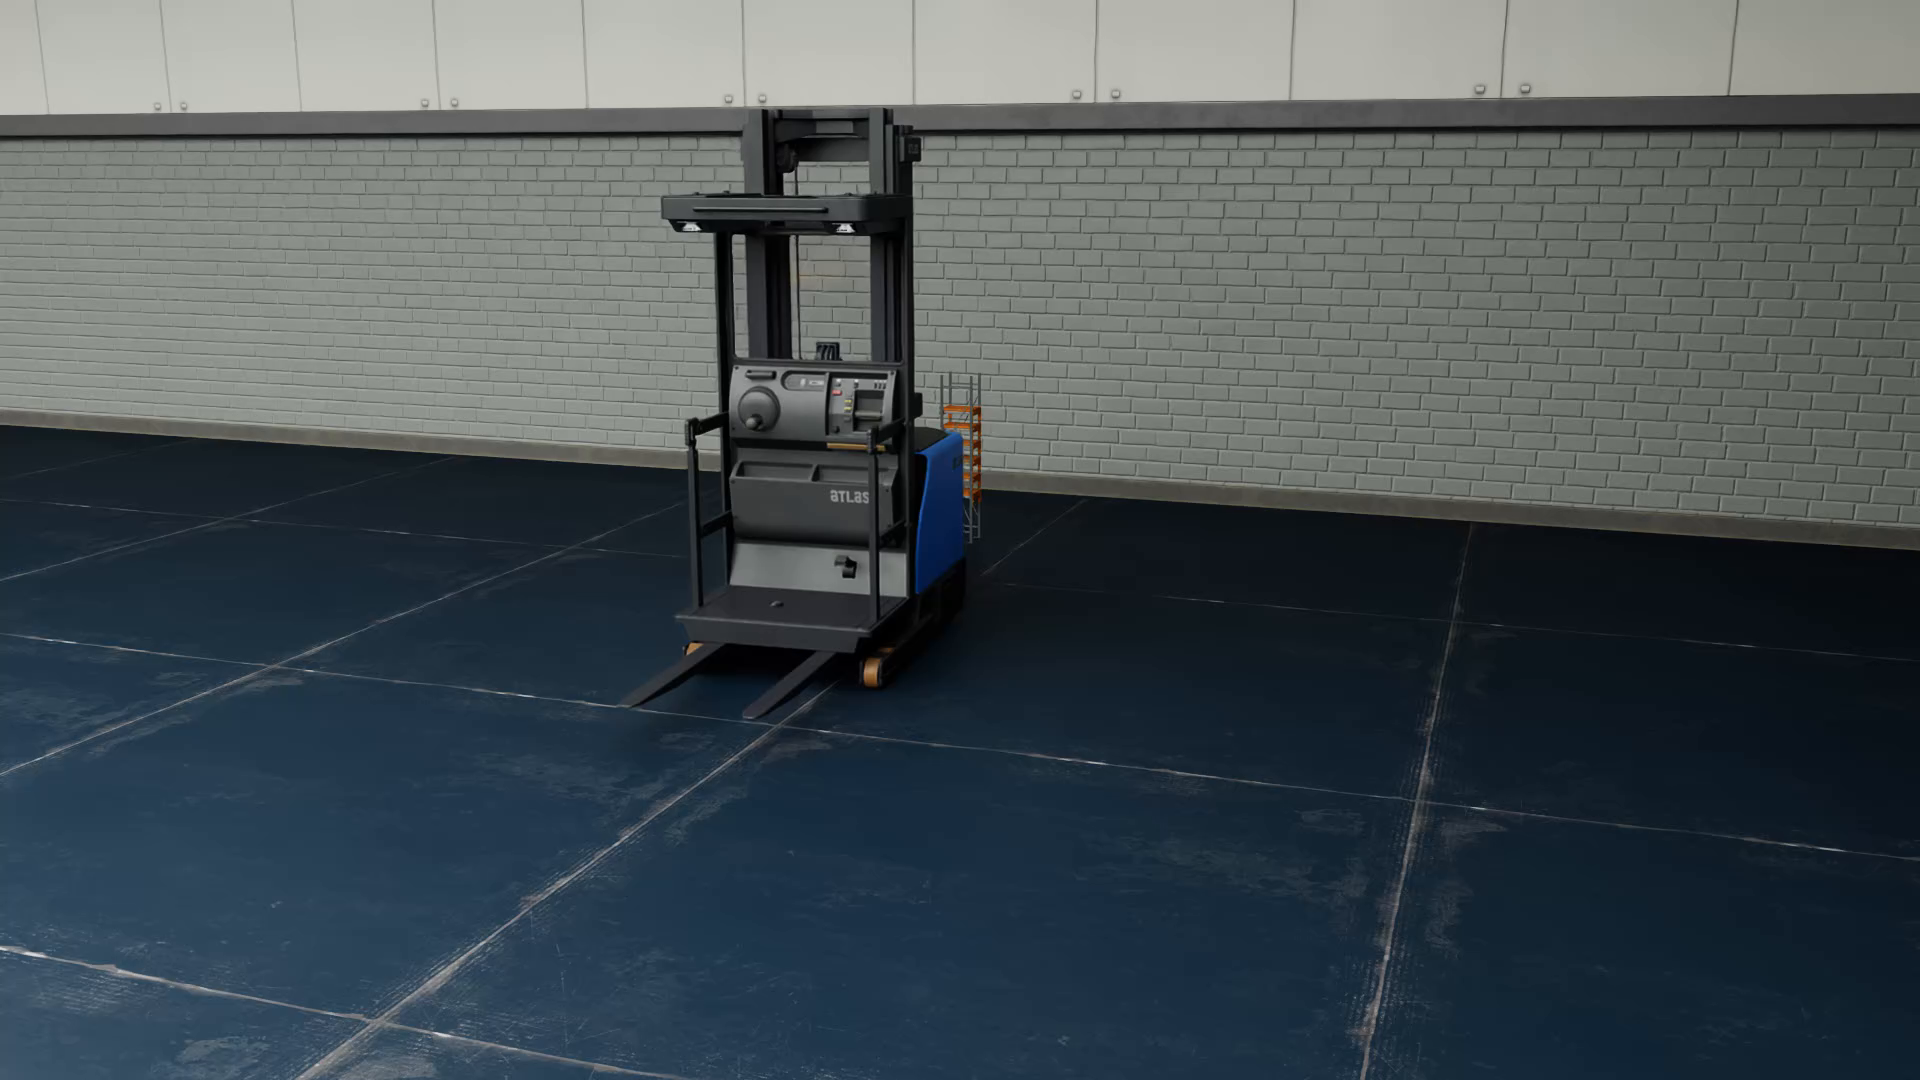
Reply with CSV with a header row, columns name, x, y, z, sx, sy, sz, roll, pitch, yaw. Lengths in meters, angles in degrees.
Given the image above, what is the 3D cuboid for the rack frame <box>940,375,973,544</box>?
name,x,y,z,sx,sy,sz,roll,pitch,yaw
rack frame,-0.025,-0.569,11.783,0.240,1.200,0.006,4,14,18

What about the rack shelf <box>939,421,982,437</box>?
name,x,y,z,sx,sy,sz,roll,pitch,yaw
rack shelf,0.005,-0.779,11.824,0.258,0.103,0.180,4,14,18

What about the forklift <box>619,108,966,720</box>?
name,x,y,z,sx,sy,sz,roll,pitch,yaw
forklift,-0.846,-0.754,8.706,1.130,2.935,3.031,3,13,15

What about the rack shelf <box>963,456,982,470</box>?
name,x,y,z,sx,sy,sz,roll,pitch,yaw
rack shelf,0.005,-0.545,11.878,0.258,0.103,0.180,4,14,18

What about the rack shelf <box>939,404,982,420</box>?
name,x,y,z,sx,sy,sz,roll,pitch,yaw
rack shelf,0.005,-0.896,11.798,0.258,0.103,0.180,4,14,18

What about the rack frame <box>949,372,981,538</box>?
name,x,y,z,sx,sy,sz,roll,pitch,yaw
rack frame,0.034,-0.607,11.952,0.240,1.200,0.006,4,14,18

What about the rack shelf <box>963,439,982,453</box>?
name,x,y,z,sx,sy,sz,roll,pitch,yaw
rack shelf,0.005,-0.662,11.851,0.258,0.103,0.180,4,14,18

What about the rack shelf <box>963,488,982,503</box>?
name,x,y,z,sx,sy,sz,roll,pitch,yaw
rack shelf,0.005,-0.311,11.931,0.258,0.103,0.180,4,14,18

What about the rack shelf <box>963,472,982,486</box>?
name,x,y,z,sx,sy,sz,roll,pitch,yaw
rack shelf,0.005,-0.428,11.904,0.258,0.103,0.180,4,14,18

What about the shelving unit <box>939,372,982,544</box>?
name,x,y,z,sx,sy,sz,roll,pitch,yaw
shelving unit,0.005,-0.588,11.868,0.258,1.200,0.189,4,14,18
